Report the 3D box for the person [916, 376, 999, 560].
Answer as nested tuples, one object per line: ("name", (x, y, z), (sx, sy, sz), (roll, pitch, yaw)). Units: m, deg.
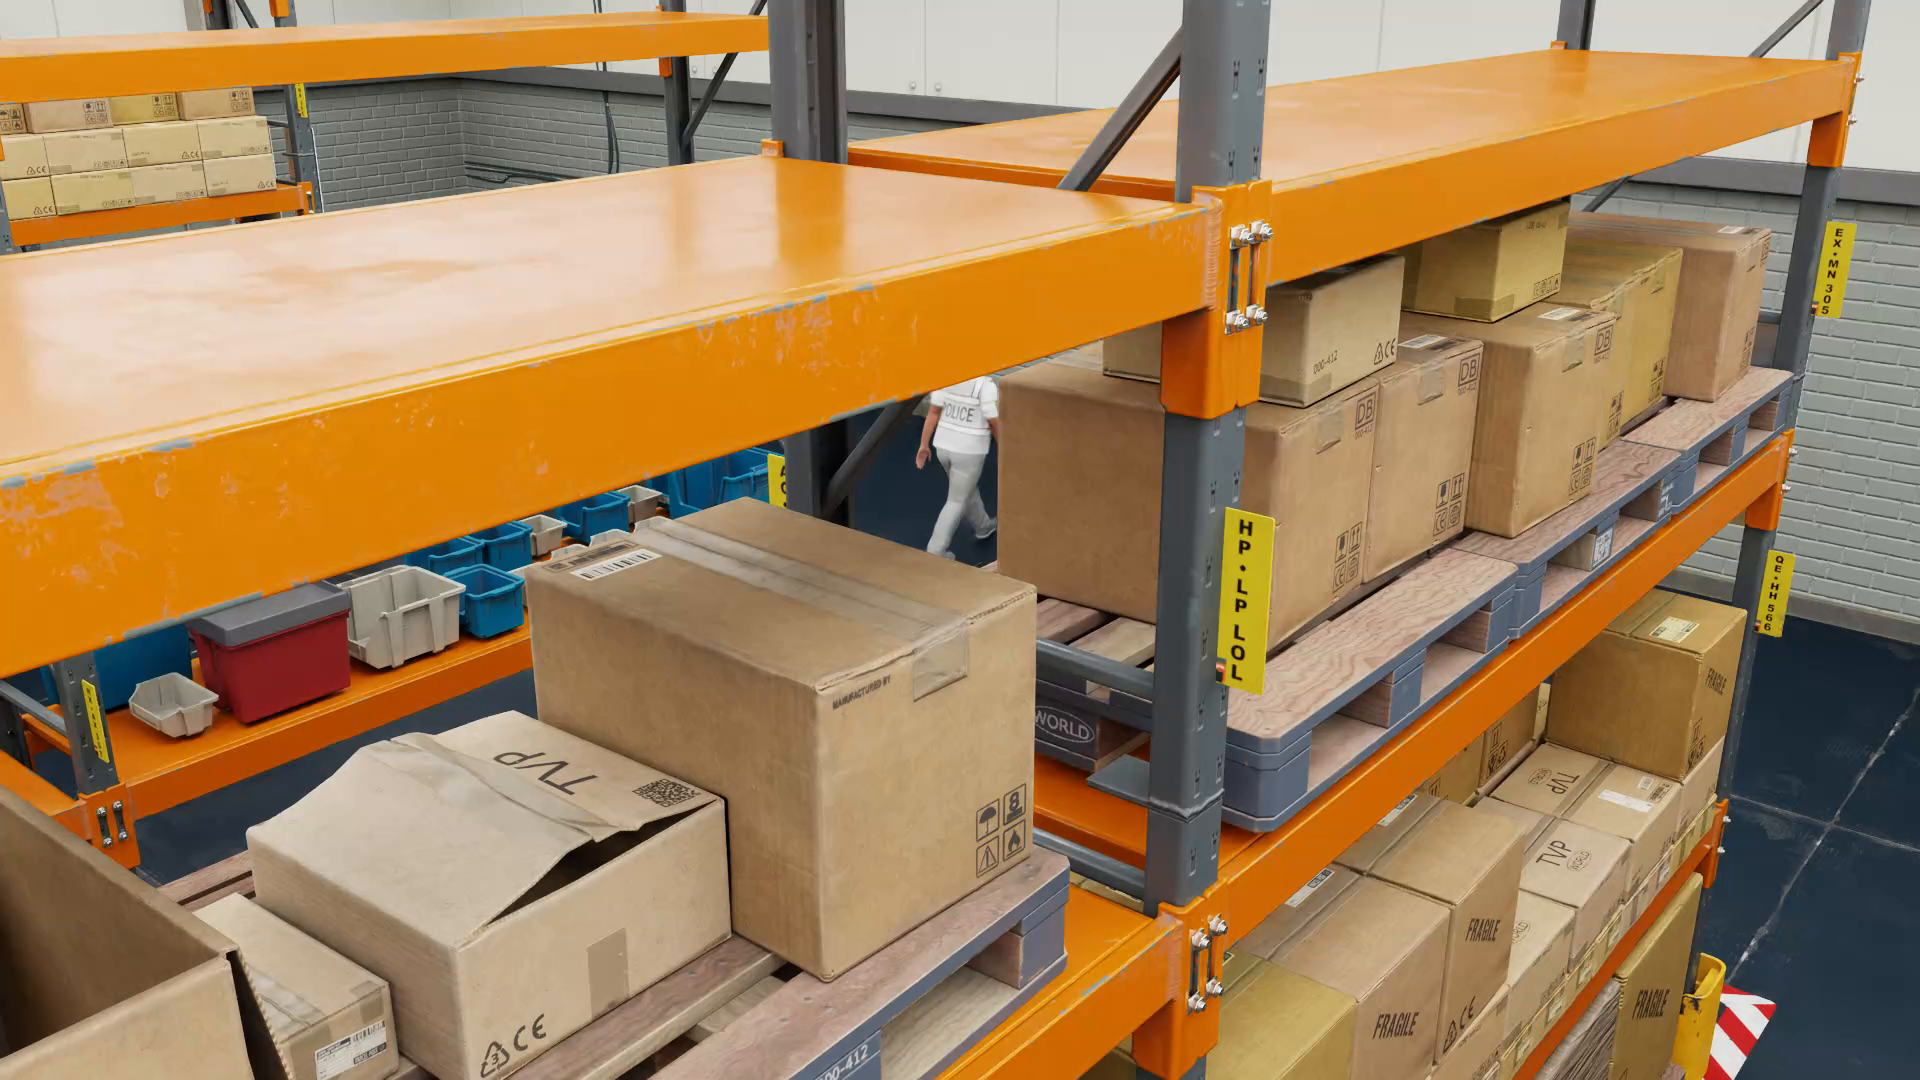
("person", (0.080, -0.709, 12.470), (0.562, 1.696, 1.072), (18, 27, 40))
